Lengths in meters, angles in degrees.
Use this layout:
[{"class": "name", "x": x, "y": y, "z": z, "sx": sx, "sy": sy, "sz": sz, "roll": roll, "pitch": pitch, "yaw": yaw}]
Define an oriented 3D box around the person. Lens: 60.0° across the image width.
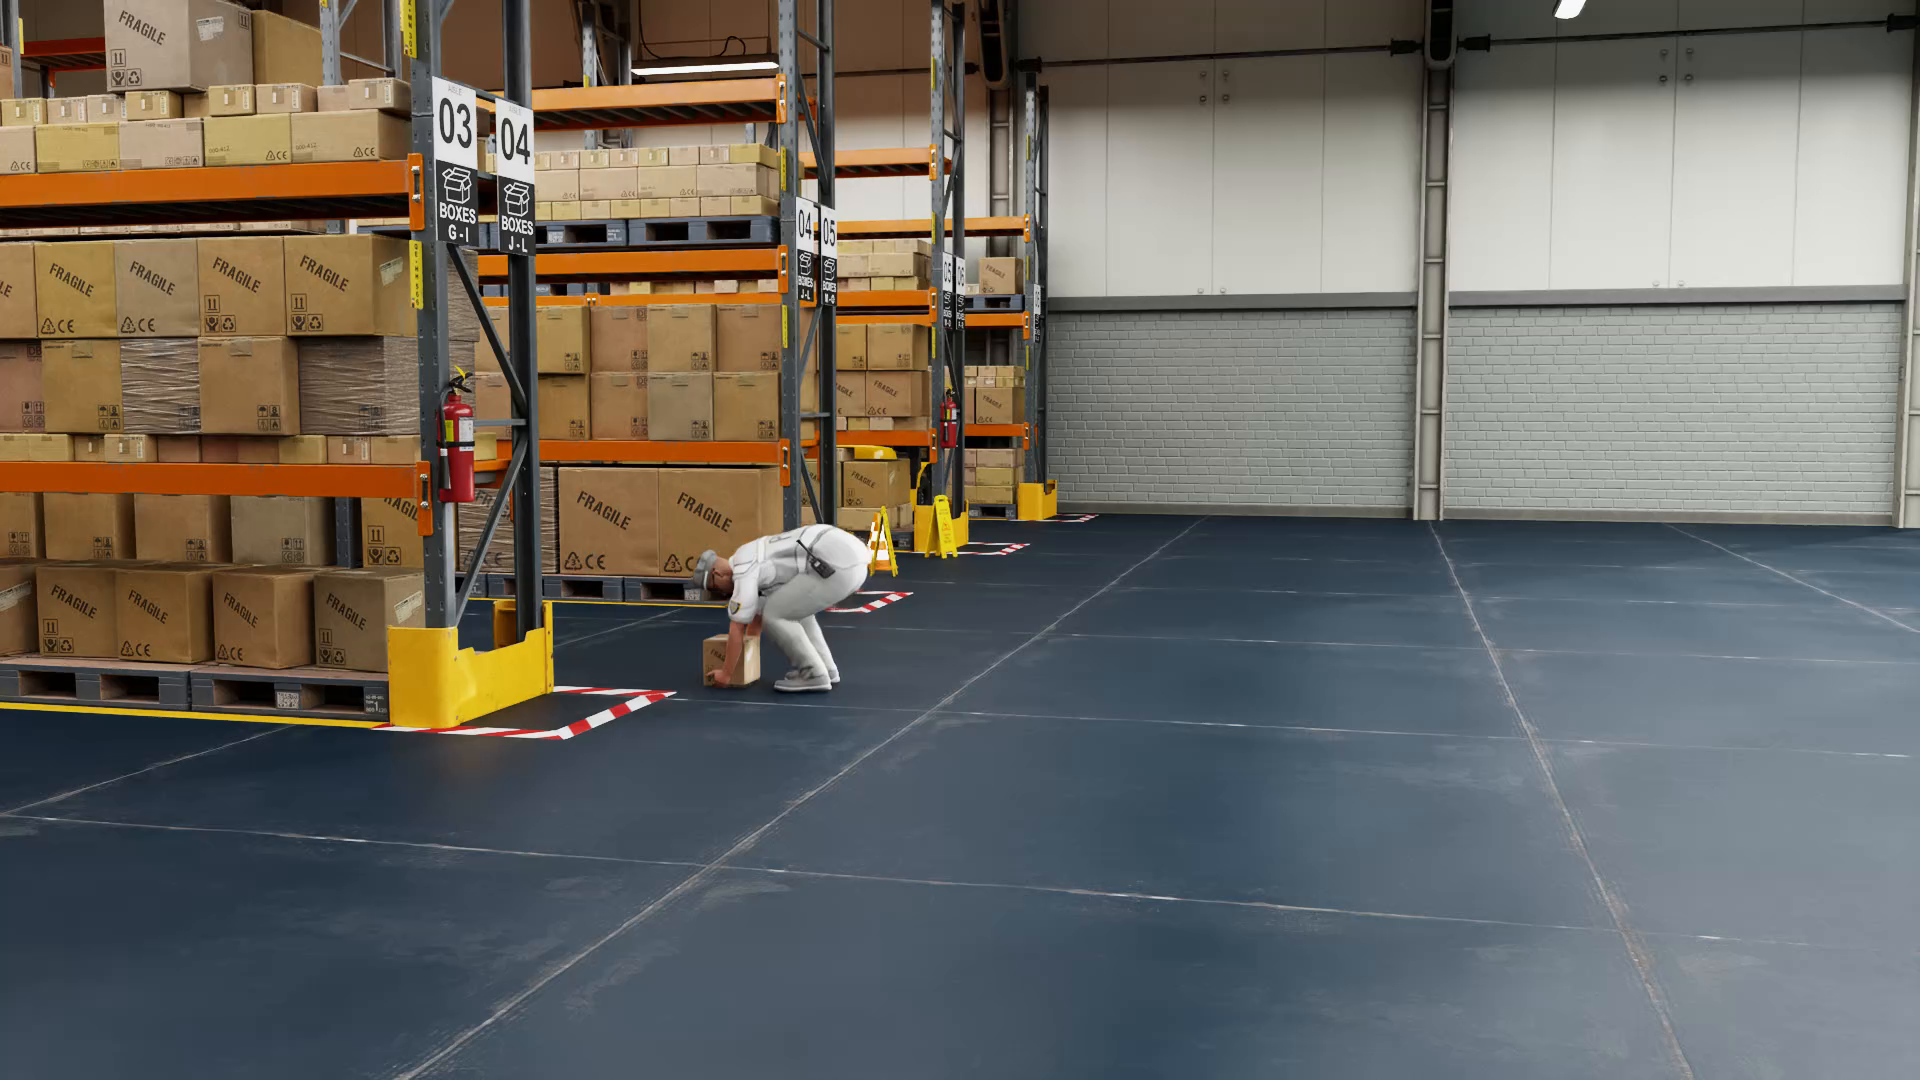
[{"class": "person", "x": -1.020, "y": 0.378, "z": 9.443, "sx": 1.025, "sy": 0.929, "sz": 0.536, "roll": 1, "pitch": 5, "yaw": 11}]
